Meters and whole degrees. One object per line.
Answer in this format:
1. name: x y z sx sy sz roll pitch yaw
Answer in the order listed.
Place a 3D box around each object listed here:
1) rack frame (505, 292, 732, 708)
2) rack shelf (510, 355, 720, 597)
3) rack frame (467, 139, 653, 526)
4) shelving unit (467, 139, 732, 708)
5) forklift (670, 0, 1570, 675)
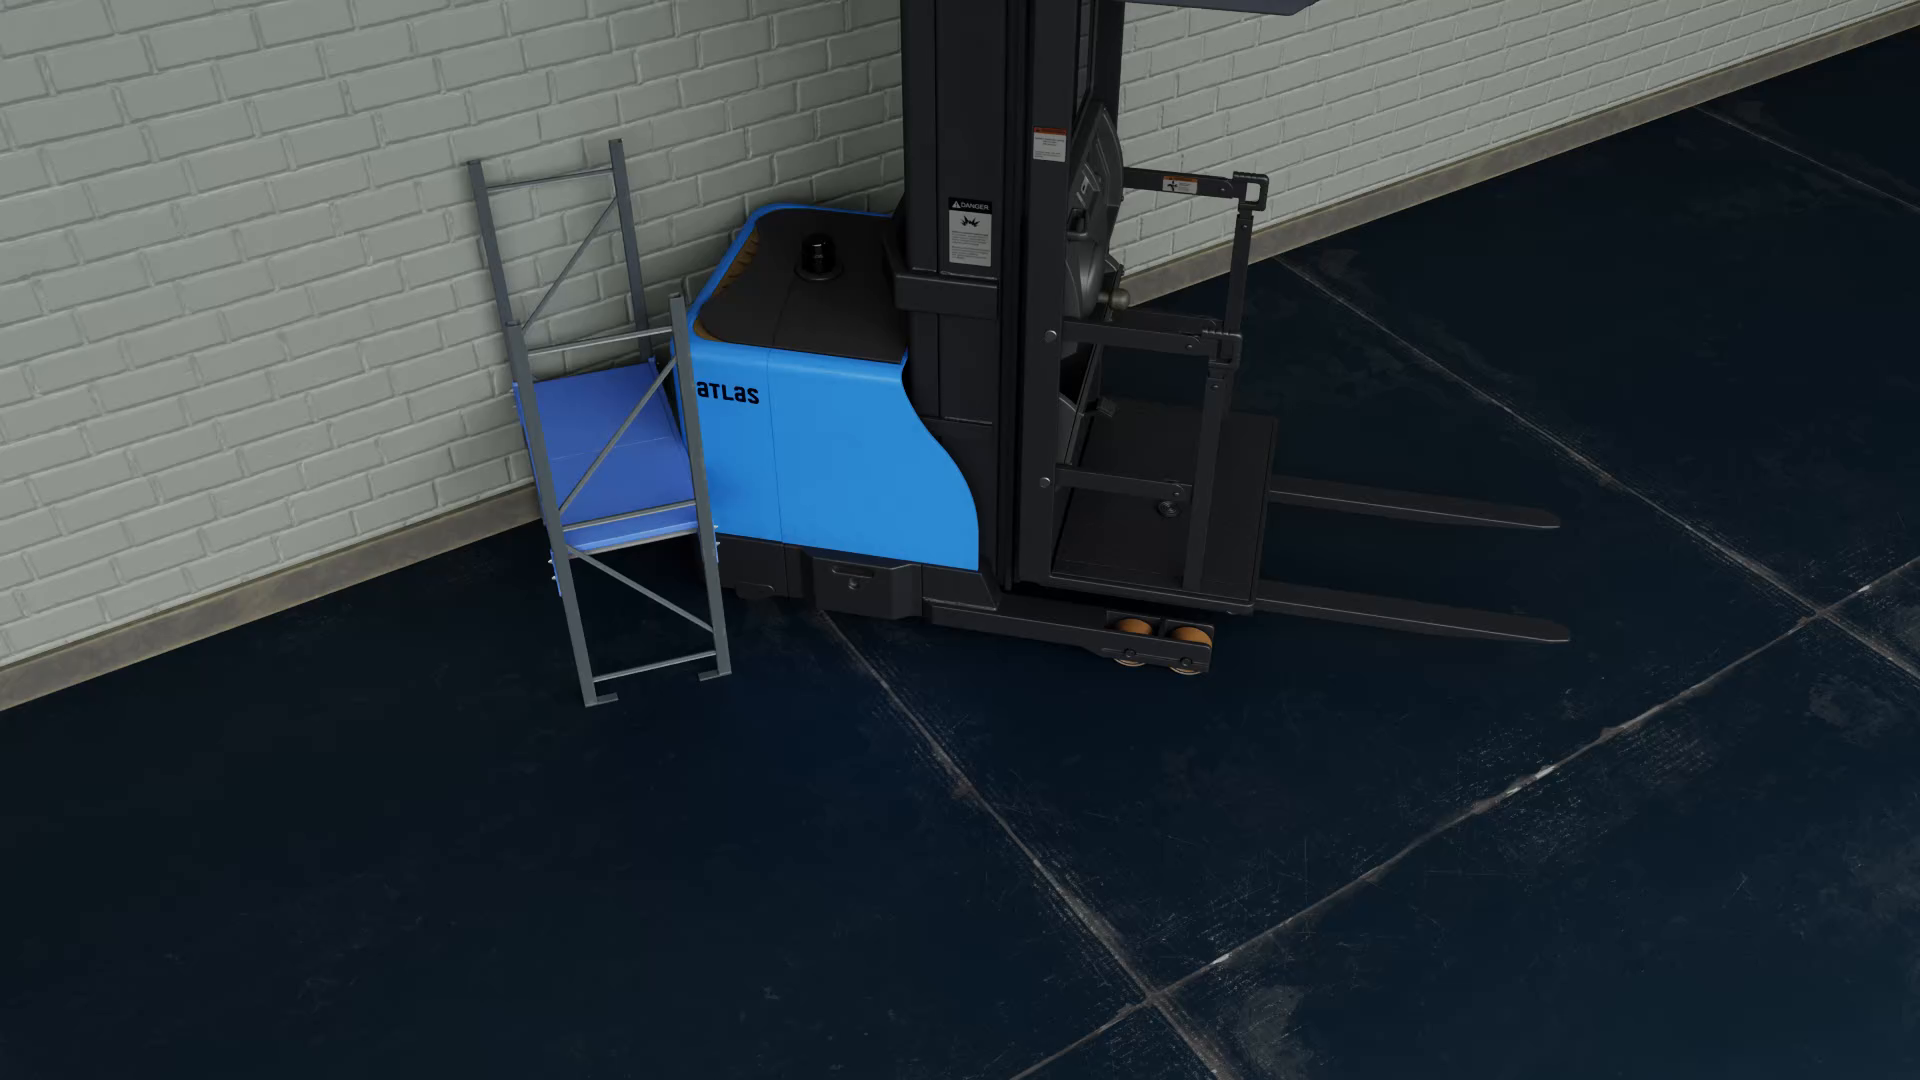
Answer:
1. rack frame: -1.026 -0.074 5.166 0.500 1.500 0.032 -12 41 -14
2. rack shelf: -1.188 -0.245 5.652 0.538 0.185 1.000 -12 41 -14
3. rack frame: -1.351 -0.691 5.907 0.500 1.500 0.032 -12 41 -14
4. shelving unit: -1.189 -0.383 5.537 0.538 1.500 1.048 -12 41 -14
5. forklift: 0.613 -1.039 5.207 3.031 2.935 1.130 8 40 10
